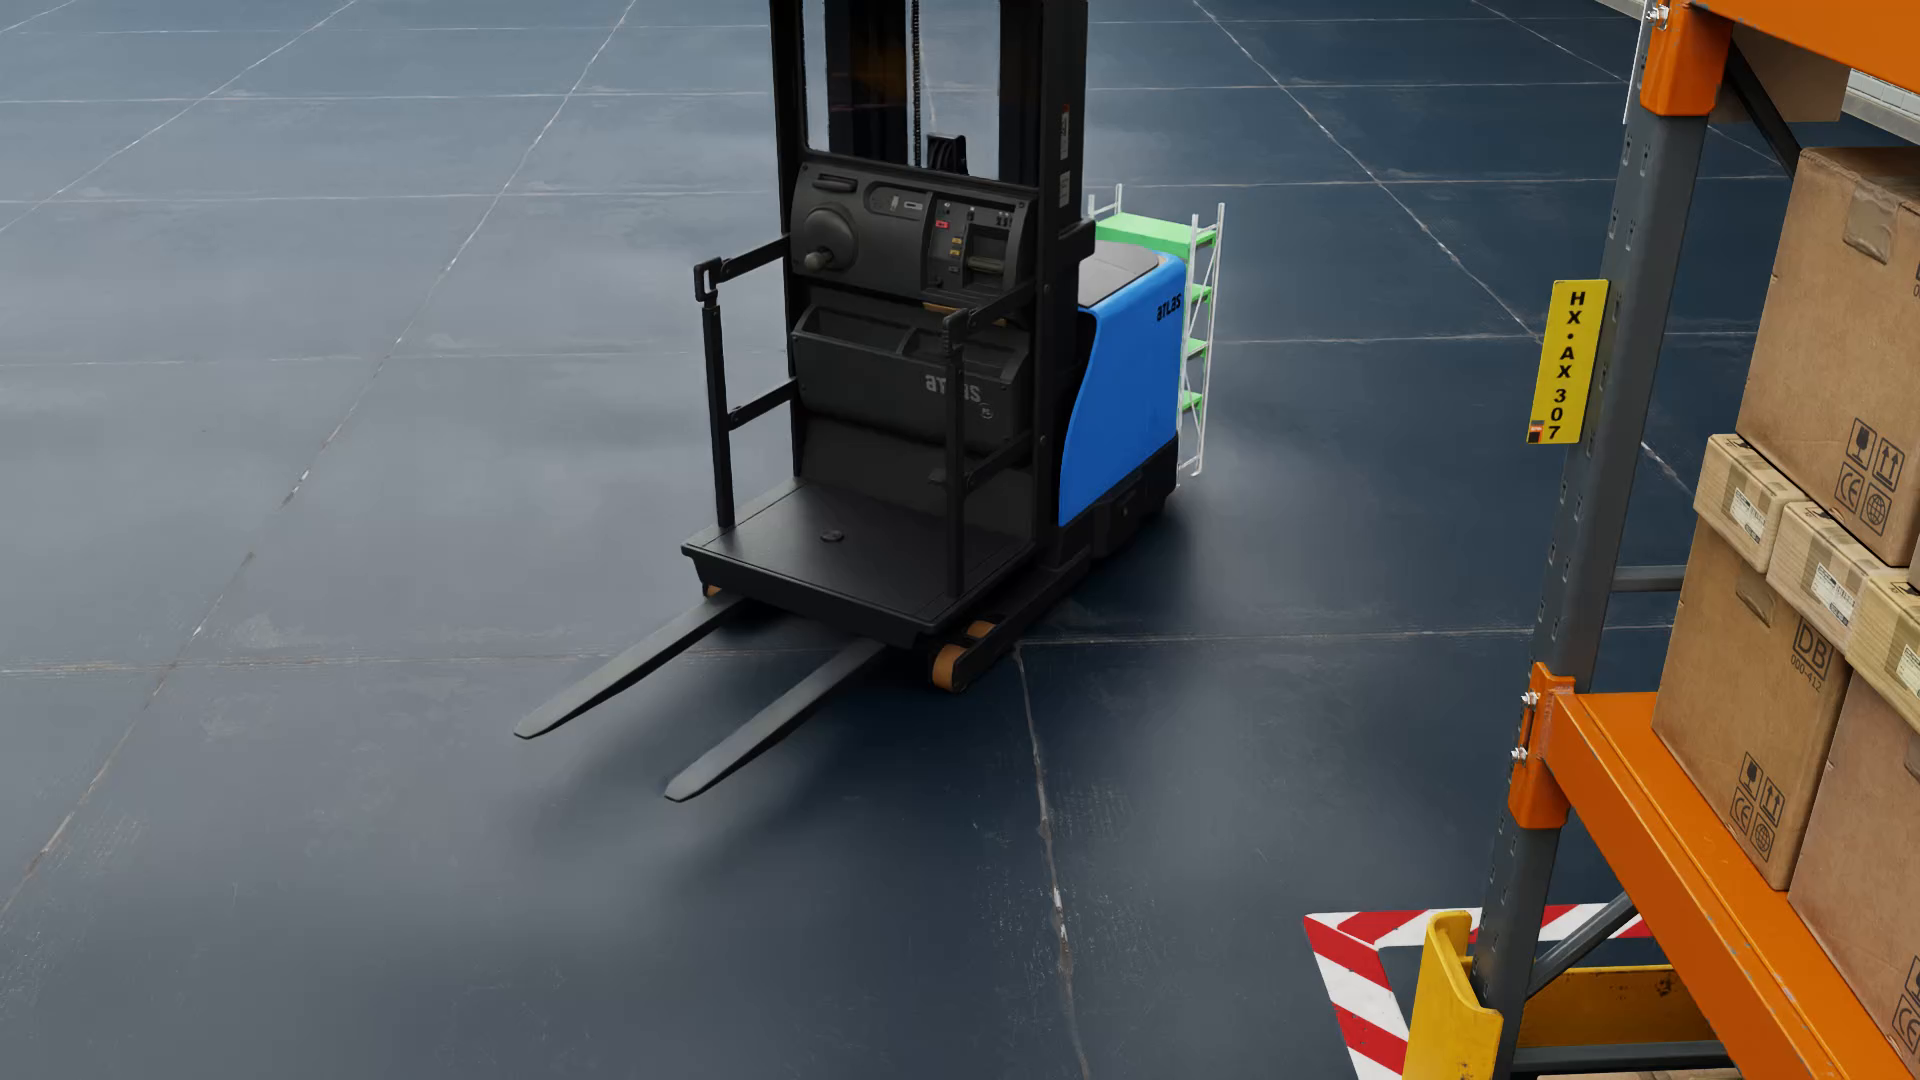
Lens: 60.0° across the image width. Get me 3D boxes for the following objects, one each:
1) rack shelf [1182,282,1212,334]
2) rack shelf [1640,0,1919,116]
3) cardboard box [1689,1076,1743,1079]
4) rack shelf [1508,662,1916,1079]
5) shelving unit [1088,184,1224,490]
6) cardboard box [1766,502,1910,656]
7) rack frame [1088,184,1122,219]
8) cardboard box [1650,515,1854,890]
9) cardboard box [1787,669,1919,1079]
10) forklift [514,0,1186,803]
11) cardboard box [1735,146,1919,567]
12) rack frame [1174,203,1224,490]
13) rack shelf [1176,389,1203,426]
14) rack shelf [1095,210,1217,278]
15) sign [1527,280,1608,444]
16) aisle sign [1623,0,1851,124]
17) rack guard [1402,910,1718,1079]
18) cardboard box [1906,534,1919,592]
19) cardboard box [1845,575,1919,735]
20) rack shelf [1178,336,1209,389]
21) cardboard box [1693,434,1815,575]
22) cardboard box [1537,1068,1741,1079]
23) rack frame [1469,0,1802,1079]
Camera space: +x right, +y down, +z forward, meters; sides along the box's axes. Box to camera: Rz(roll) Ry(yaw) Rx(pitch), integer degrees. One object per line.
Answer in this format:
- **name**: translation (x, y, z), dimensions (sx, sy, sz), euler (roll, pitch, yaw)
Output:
- **rack shelf**: translation (0.800, -1.020, 7.021), dimensions (0.480, 0.148, 0.258), euler (19, 31, 32)
- **rack shelf**: translation (1.797, -0.010, 1.060), dimensions (1.077, 0.370, 4.000), euler (-1, 28, -3)
- **cardboard box**: translation (1.526, 1.262, 2.795), dimensions (0.500, 0.500, 0.500), euler (-1, 28, -3)
- **rack shelf**: translation (1.797, 1.320, 1.753), dimensions (1.077, 0.370, 4.000), euler (-1, 28, -3)
- **shelving unit**: translation (0.797, -0.863, 7.099), dimensions (0.503, 1.200, 0.258), euler (19, 31, 32)
- **cardboard box**: translation (1.514, 0.054, 2.594), dimensions (0.380, 0.149, 0.250), euler (-2, 28, -4)
- **rack frame**: translation (0.600, -0.930, 7.227), dimensions (0.015, 1.200, 0.240), euler (19, 31, 32)
- **cardboard box**: translation (1.704, 0.249, 2.921), dimensions (0.700, 0.500, 0.500), euler (-1, 28, -3)
- **cardboard box**: translation (1.736, 0.491, 2.456), dimensions (0.700, 0.500, 0.500), euler (-1, 28, -1)
- **forklift**: translation (-0.295, -1.019, 5.534), dimensions (1.130, 2.935, 3.031), euler (16, 32, 28)
- **cardboard box**: translation (1.707, -0.302, 2.574), dimensions (0.700, 0.500, 0.500), euler (-1, 28, -2)
- **rack frame**: translation (0.993, -0.796, 6.971), dimensions (0.015, 1.200, 0.240), euler (19, 31, 32)
- **rack shelf**: translation (0.792, -0.590, 7.234), dimensions (0.480, 0.148, 0.258), euler (19, 31, 32)
- **rack shelf**: translation (0.803, -1.235, 6.914), dimensions (0.480, 0.148, 0.258), euler (19, 31, 32)
- **sign**: translation (1.138, -0.331, 3.119), dimensions (0.100, 0.325, 0.005), euler (-1, 28, -3)
- **aisle sign**: translation (1.383, -1.098, 2.801), dimensions (0.394, 0.787, 0.004), euler (-1, 28, -3)
- **rack guard**: translation (1.691, 1.175, 3.957), dimensions (1.175, 0.500, 0.348), euler (-1, 28, -3)
- **cardboard box**: translation (1.740, -0.059, 2.109), dimensions (0.700, 0.500, 0.500), euler (-2, 28, -4)
- **cardboard box**: translation (1.526, 0.169, 2.373), dimensions (0.380, 0.149, 0.250), euler (-1, 28, -2)
- **rack shelf**: translation (0.796, -0.805, 7.127), dimensions (0.480, 0.148, 0.258), euler (19, 31, 32)
- **cardboard box**: translation (1.498, -0.068, 2.827), dimensions (0.380, 0.149, 0.250), euler (-2, 28, -3)
- **cardboard box**: translation (1.498, 1.363, 3.411), dimensions (0.500, 0.250, 0.500), euler (-1, 28, -3)
- **rack frame**: translation (1.696, 0.077, 3.358), dimensions (0.949, 2.616, 0.053), euler (-1, 28, -3)
